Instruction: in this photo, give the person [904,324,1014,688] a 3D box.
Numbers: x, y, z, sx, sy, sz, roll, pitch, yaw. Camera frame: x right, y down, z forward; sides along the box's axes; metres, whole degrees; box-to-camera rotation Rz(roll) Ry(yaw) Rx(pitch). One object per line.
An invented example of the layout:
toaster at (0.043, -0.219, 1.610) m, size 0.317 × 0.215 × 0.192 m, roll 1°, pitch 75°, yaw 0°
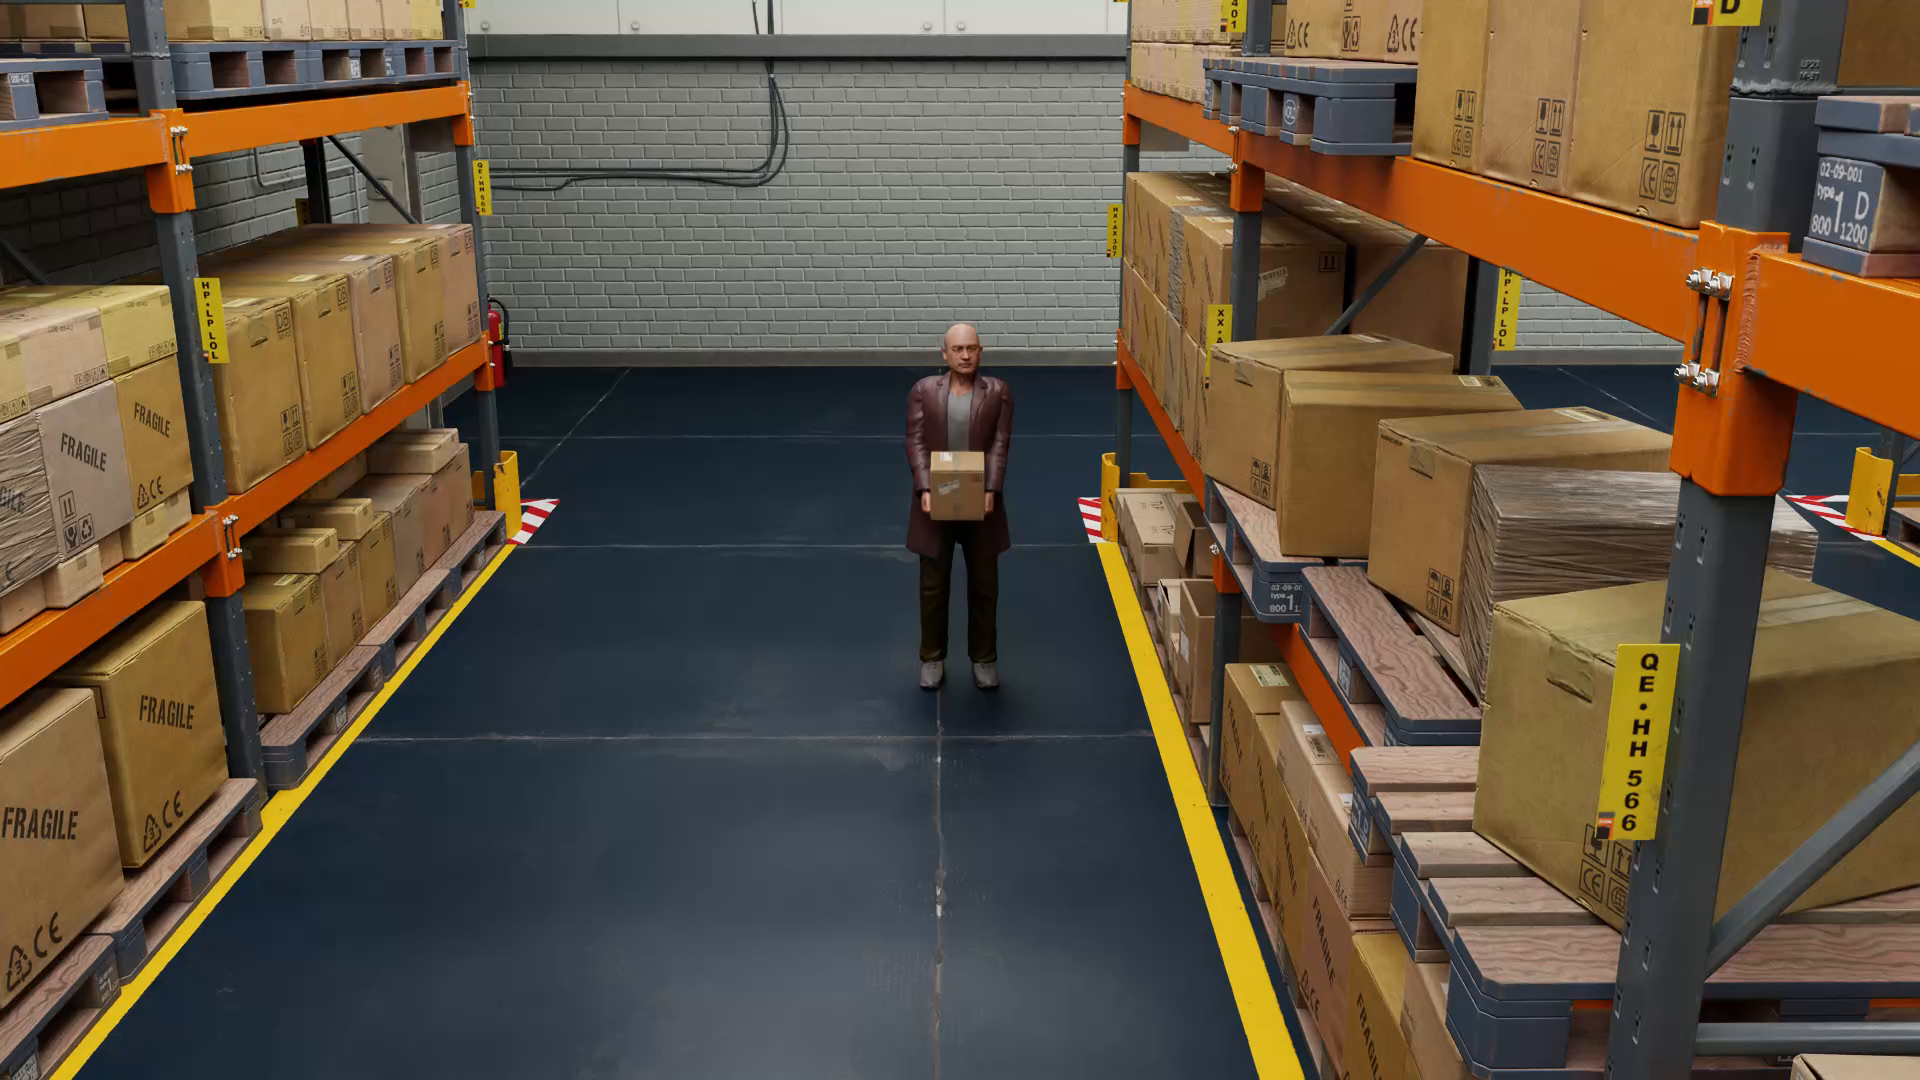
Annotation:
person at (-0.003, -0.134, 8.022) m, size 0.529 × 1.772 × 0.552 m, roll 0°, pitch 17°, yaw 0°
